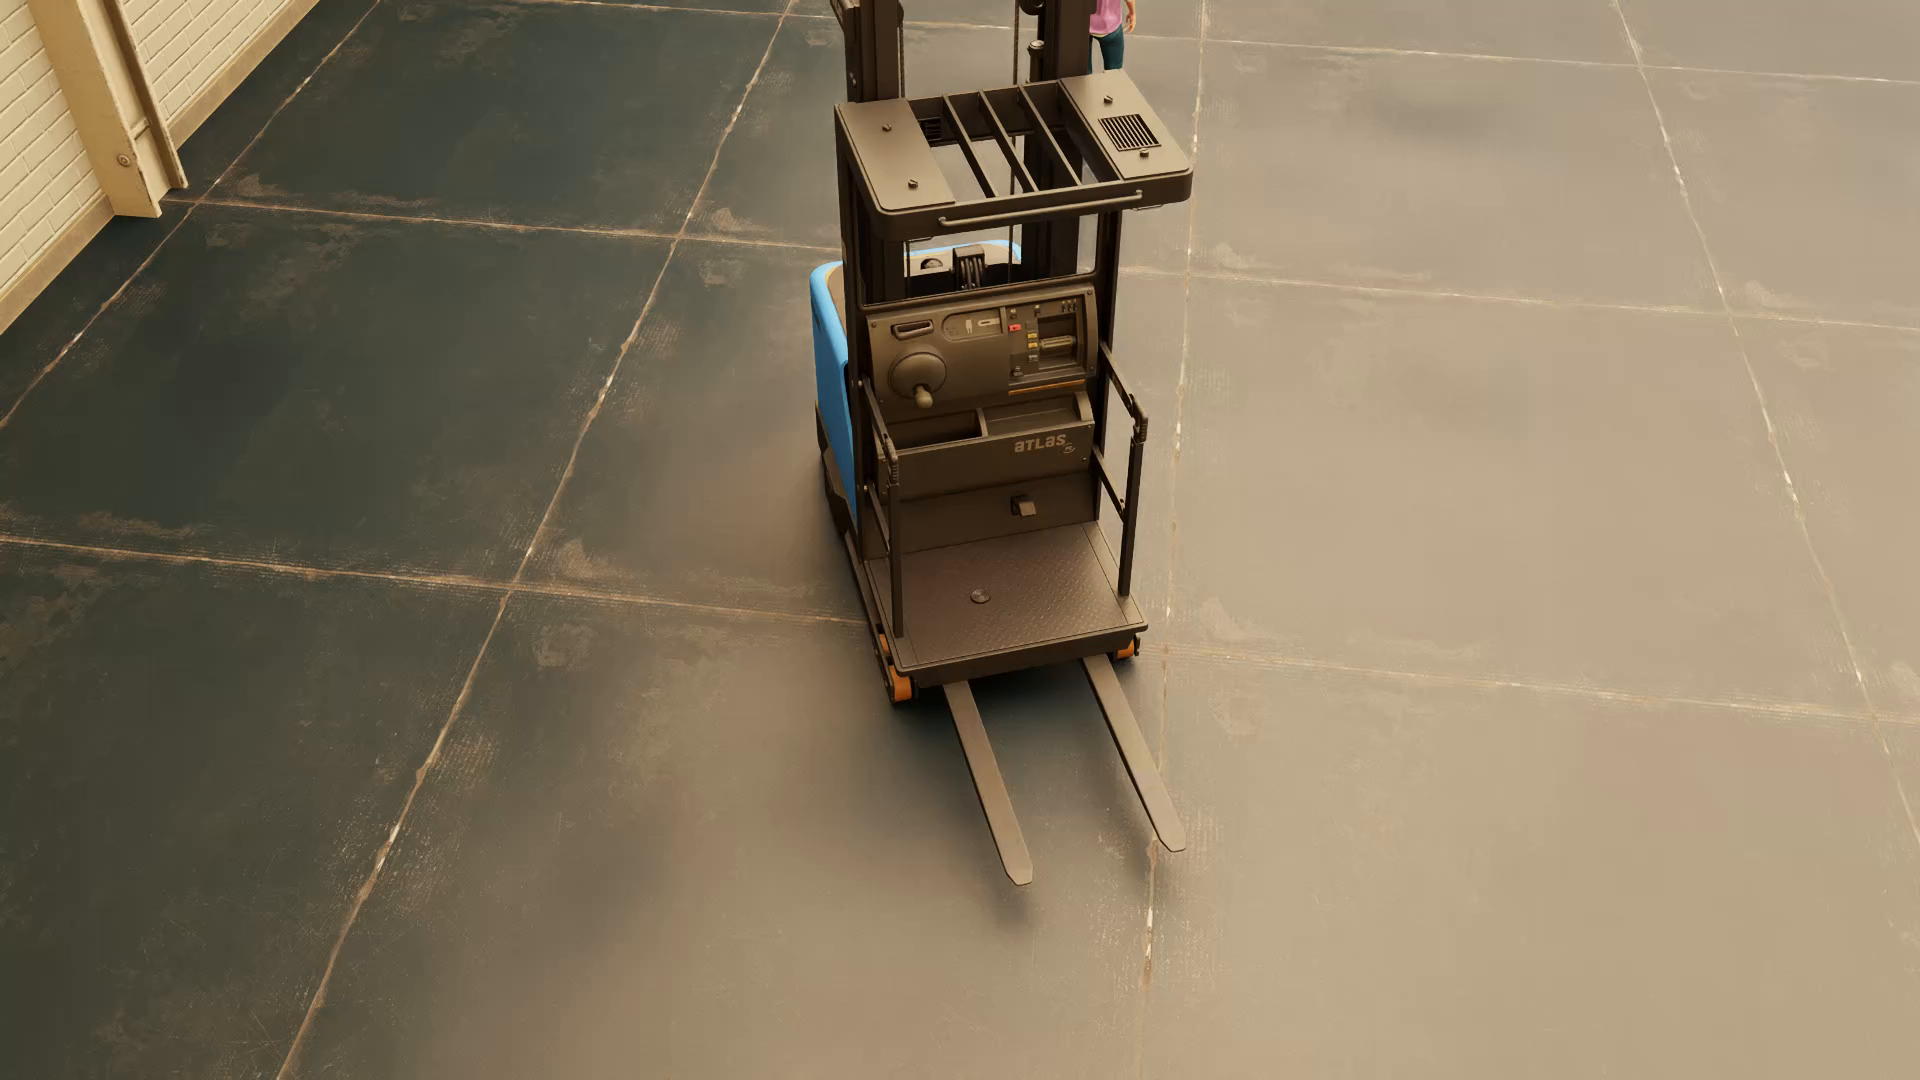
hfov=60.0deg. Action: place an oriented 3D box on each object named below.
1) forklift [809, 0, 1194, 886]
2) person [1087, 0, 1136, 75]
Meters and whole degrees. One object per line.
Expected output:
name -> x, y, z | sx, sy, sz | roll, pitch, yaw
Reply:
forklift -> 0.153, -0.681, 6.465 | 1.130, 2.935, 3.031 | -10, 44, -11
person -> 0.837, -3.203, 10.186 | 0.520, 1.597, 0.475 | 6, 43, 6
